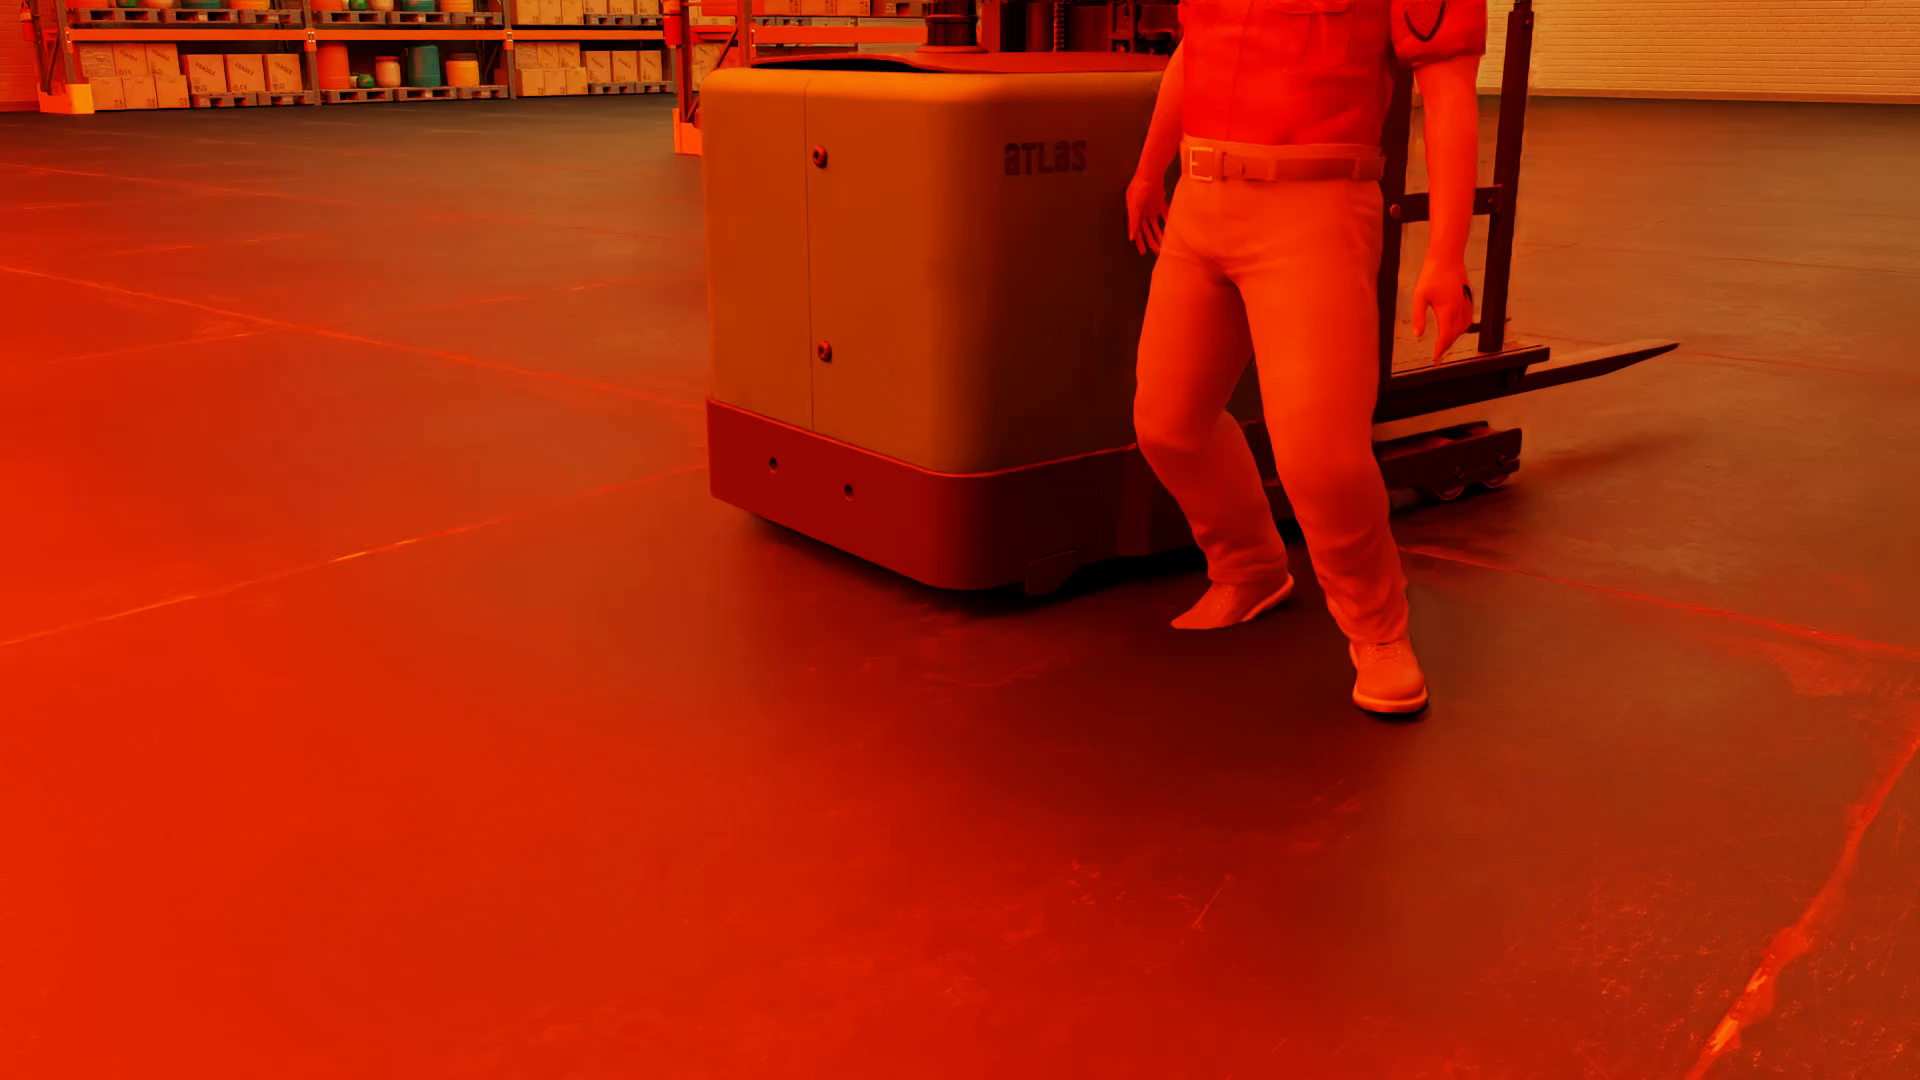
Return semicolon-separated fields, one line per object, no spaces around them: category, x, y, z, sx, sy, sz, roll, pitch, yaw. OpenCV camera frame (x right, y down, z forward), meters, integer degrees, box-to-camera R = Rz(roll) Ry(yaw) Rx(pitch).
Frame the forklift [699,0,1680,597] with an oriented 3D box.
forklift;0.860;-1.610;4.200;3.031;2.935;1.130;-13;21;-36

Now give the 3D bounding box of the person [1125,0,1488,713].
person;0.582;-0.567;3.040;0.466;1.708;0.864;-12;20;-34
